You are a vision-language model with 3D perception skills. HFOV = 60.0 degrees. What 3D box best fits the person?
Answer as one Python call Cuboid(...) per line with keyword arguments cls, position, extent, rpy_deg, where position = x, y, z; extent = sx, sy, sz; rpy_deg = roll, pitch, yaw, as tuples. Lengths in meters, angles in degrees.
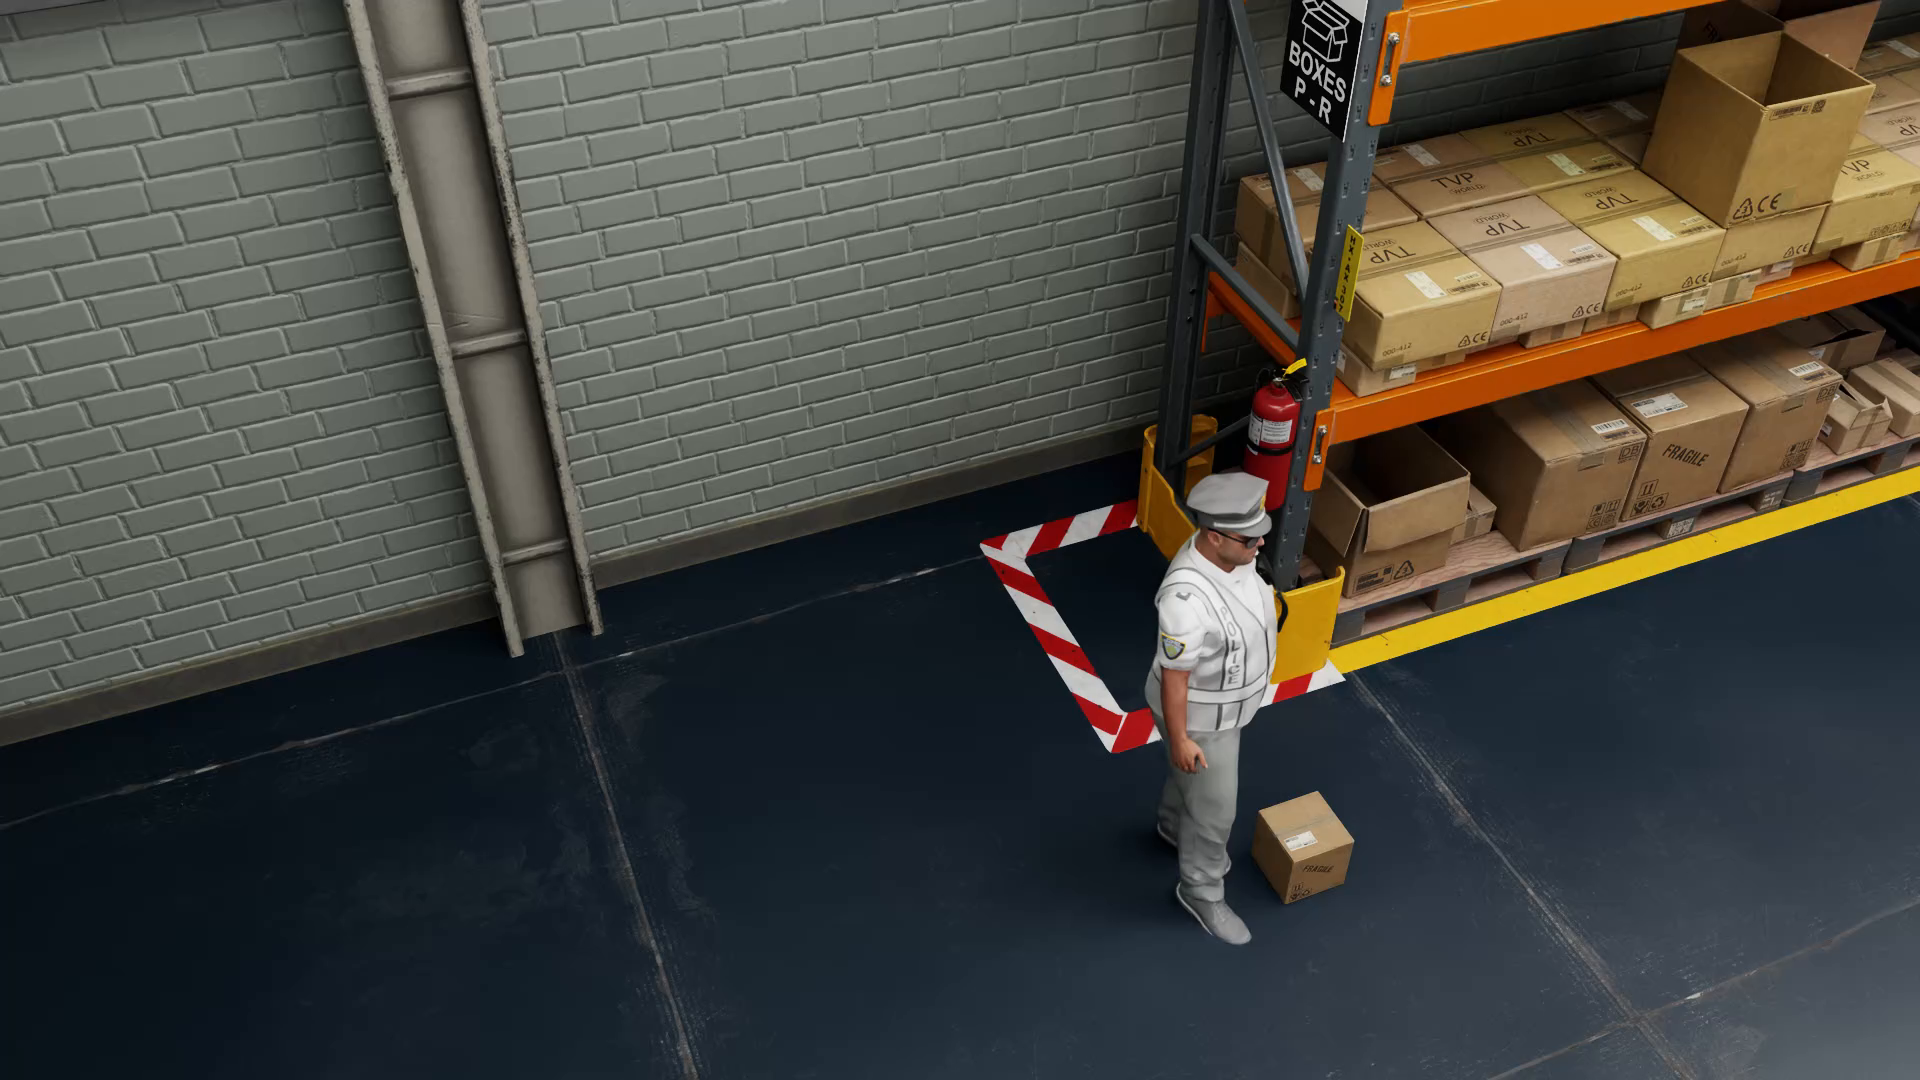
Cuboid(cls="person", position=(0.894, 0.557, 5.546), extent=(0.546, 1.807, 0.555), rpy_deg=(19, 45, 20))
